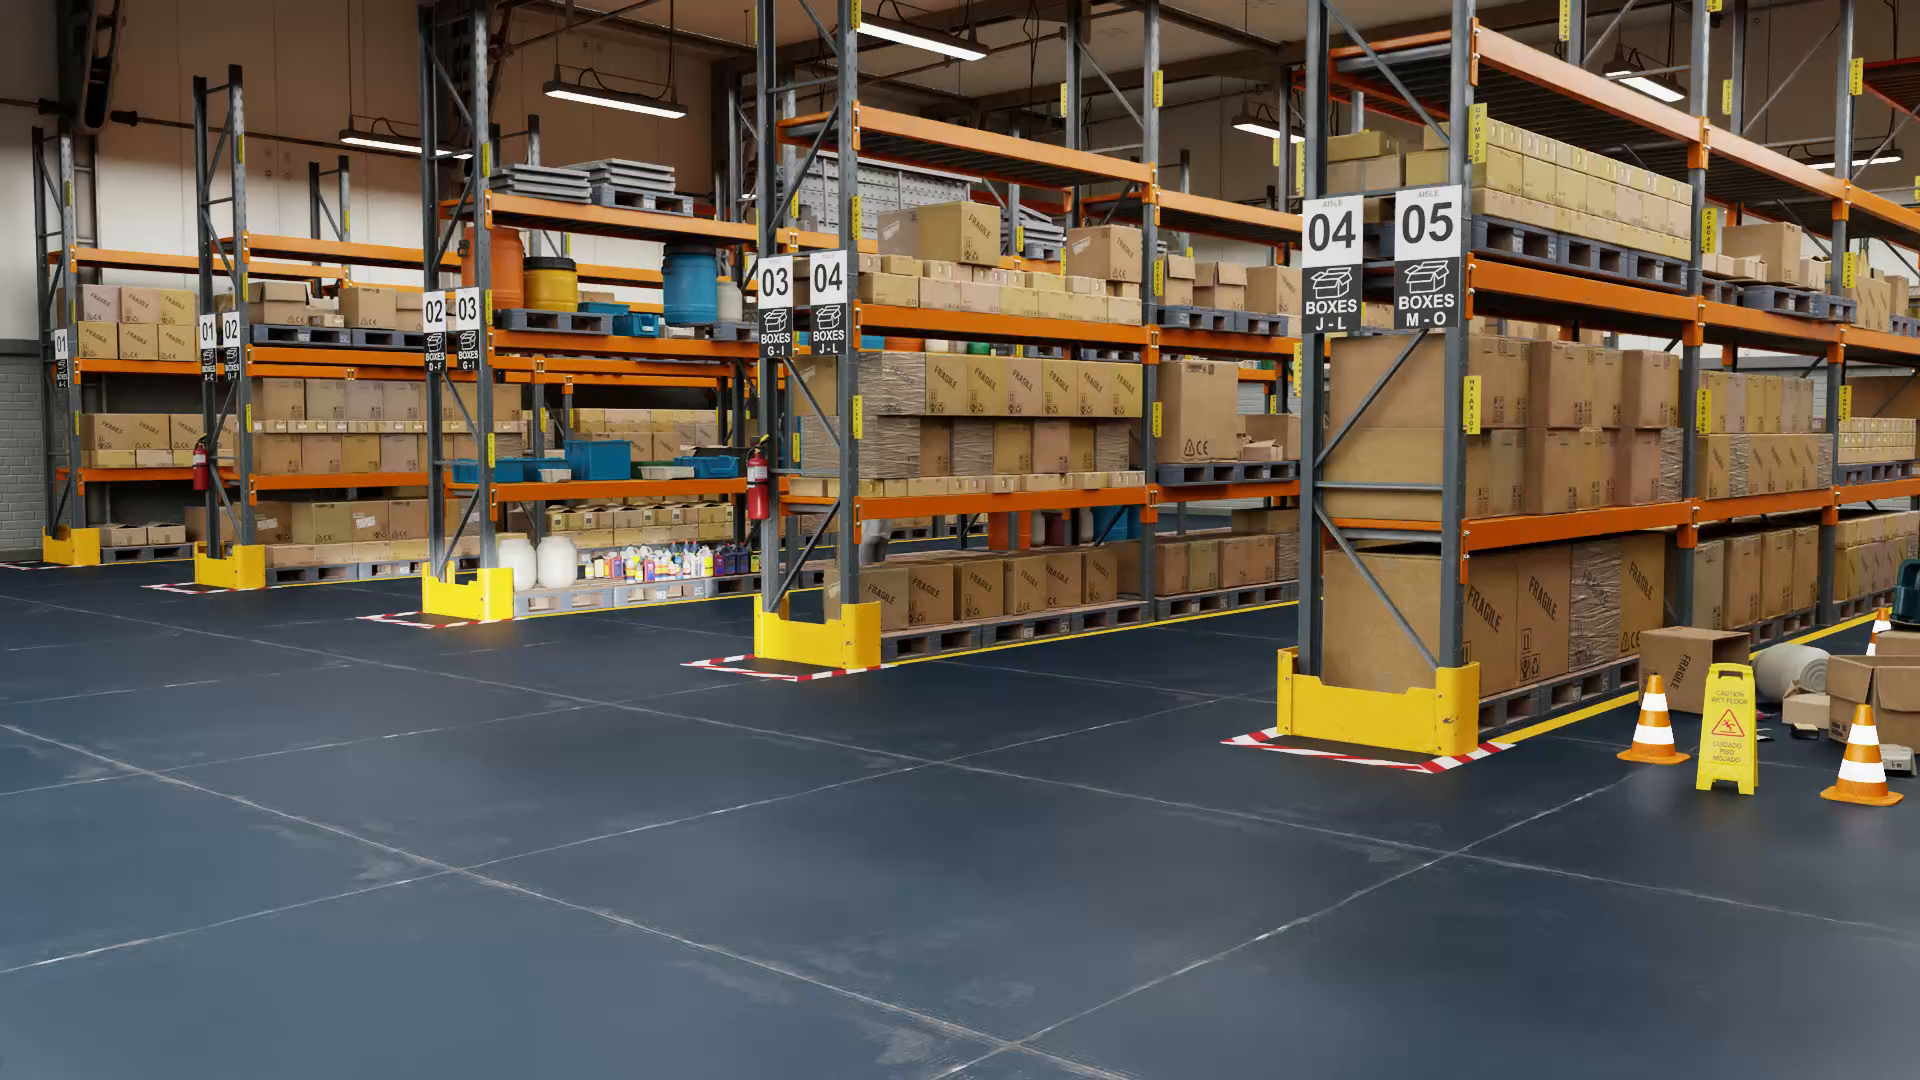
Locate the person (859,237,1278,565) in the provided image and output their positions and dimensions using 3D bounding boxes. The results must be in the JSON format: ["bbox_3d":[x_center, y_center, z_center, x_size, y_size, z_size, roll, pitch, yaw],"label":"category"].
[{"bbox_3d":[5.564,-2.718,23.478,24.574,6.000,19.590,3,5,39],"label":"person"}]
